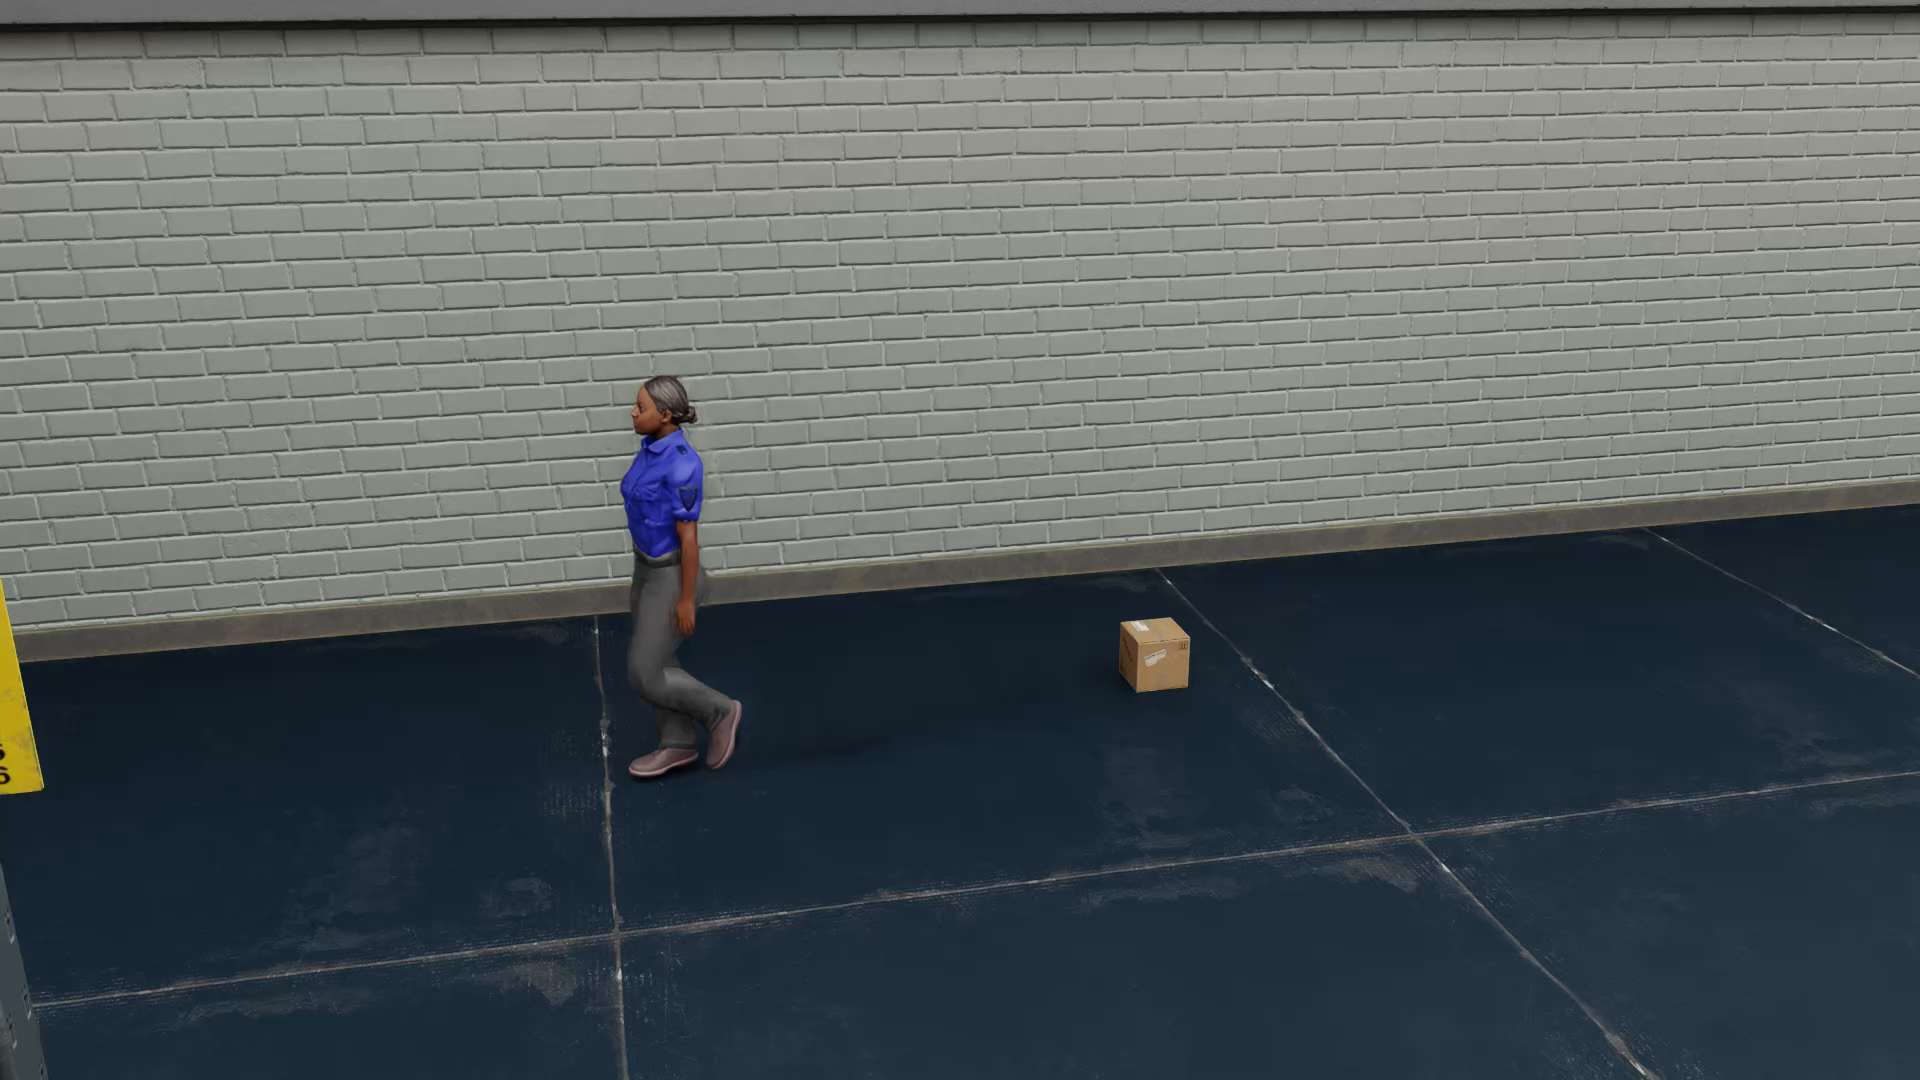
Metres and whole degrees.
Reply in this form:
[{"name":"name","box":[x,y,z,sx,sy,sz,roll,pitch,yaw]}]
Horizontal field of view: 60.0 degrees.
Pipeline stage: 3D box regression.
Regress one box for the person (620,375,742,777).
[{"name":"person","box":[-1.142,0.162,6.548,0.477,1.648,0.472,-11,22,-27]}]
